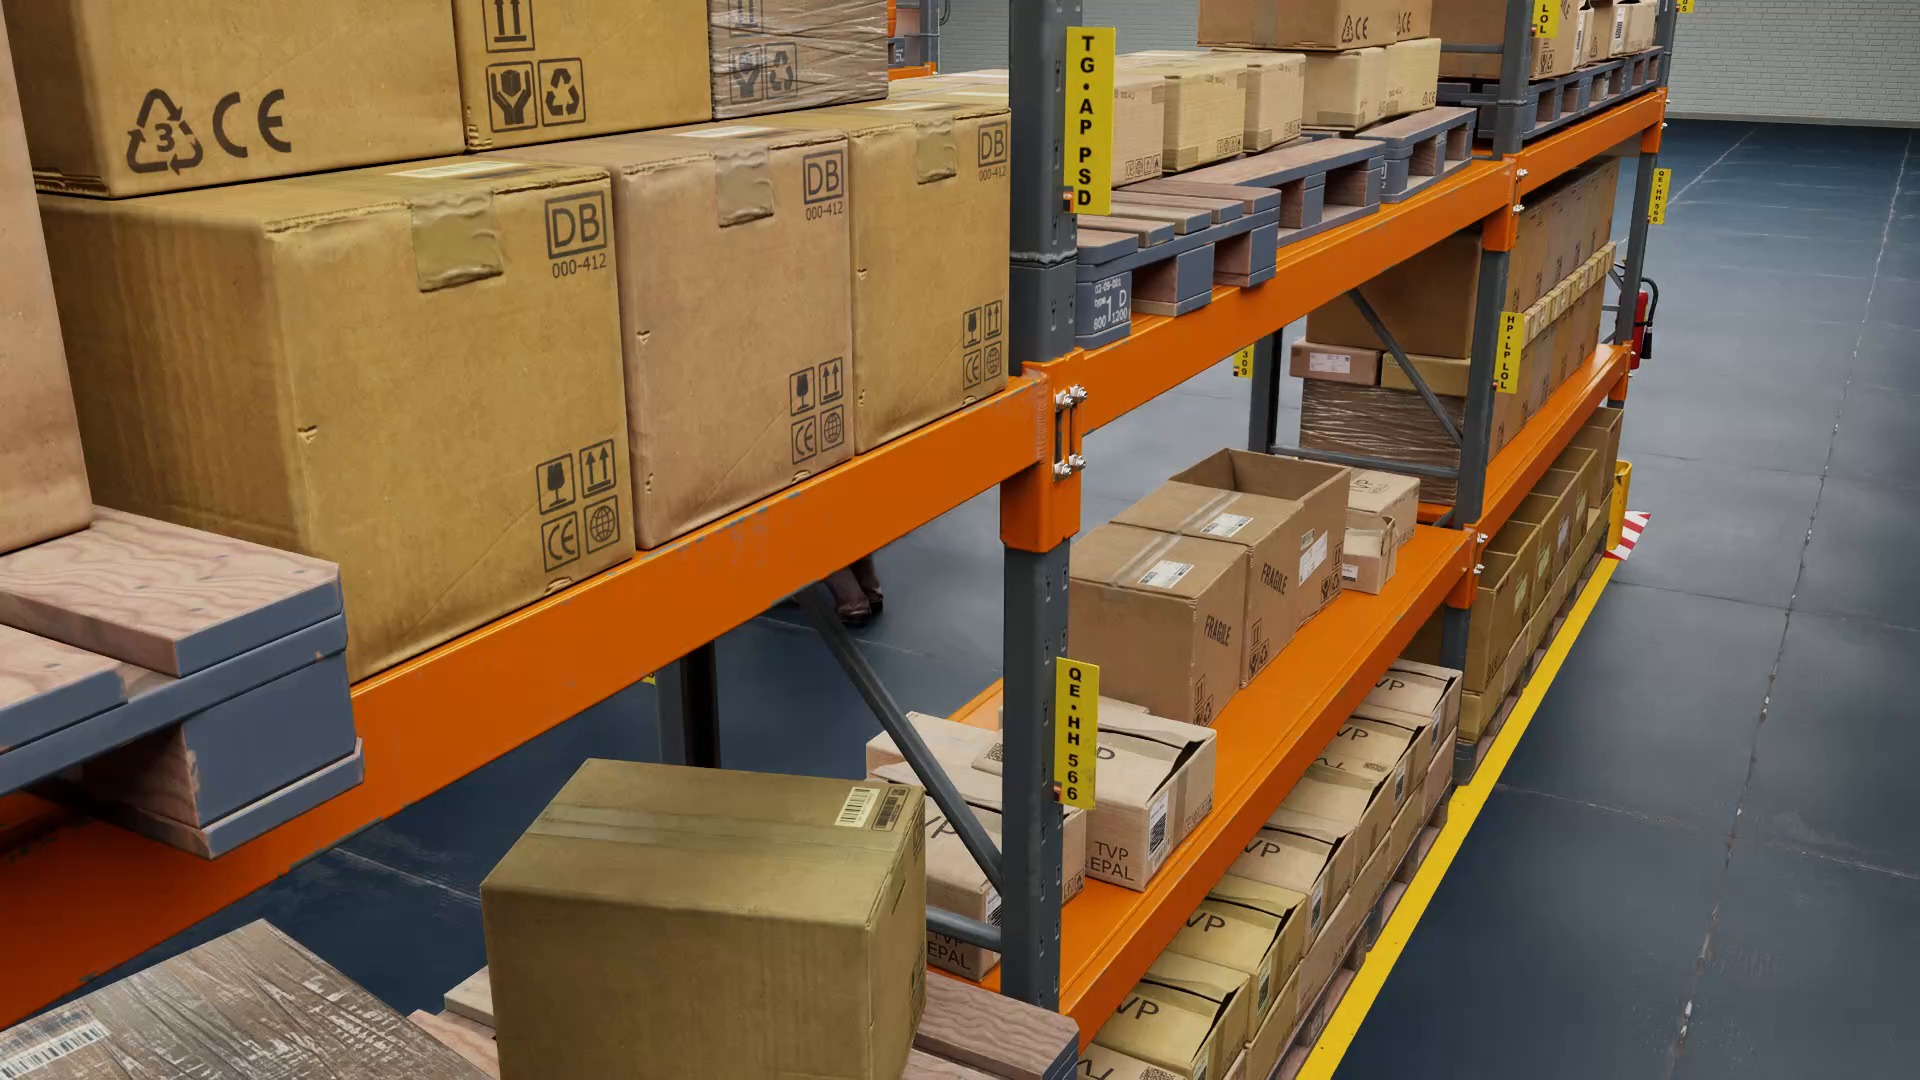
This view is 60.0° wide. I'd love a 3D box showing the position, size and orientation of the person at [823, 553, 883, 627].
[{"bbox_3d":[-0.744,-0.077,9.394,0.948,1.014,0.496,9,21,25],"label":"person"}]
